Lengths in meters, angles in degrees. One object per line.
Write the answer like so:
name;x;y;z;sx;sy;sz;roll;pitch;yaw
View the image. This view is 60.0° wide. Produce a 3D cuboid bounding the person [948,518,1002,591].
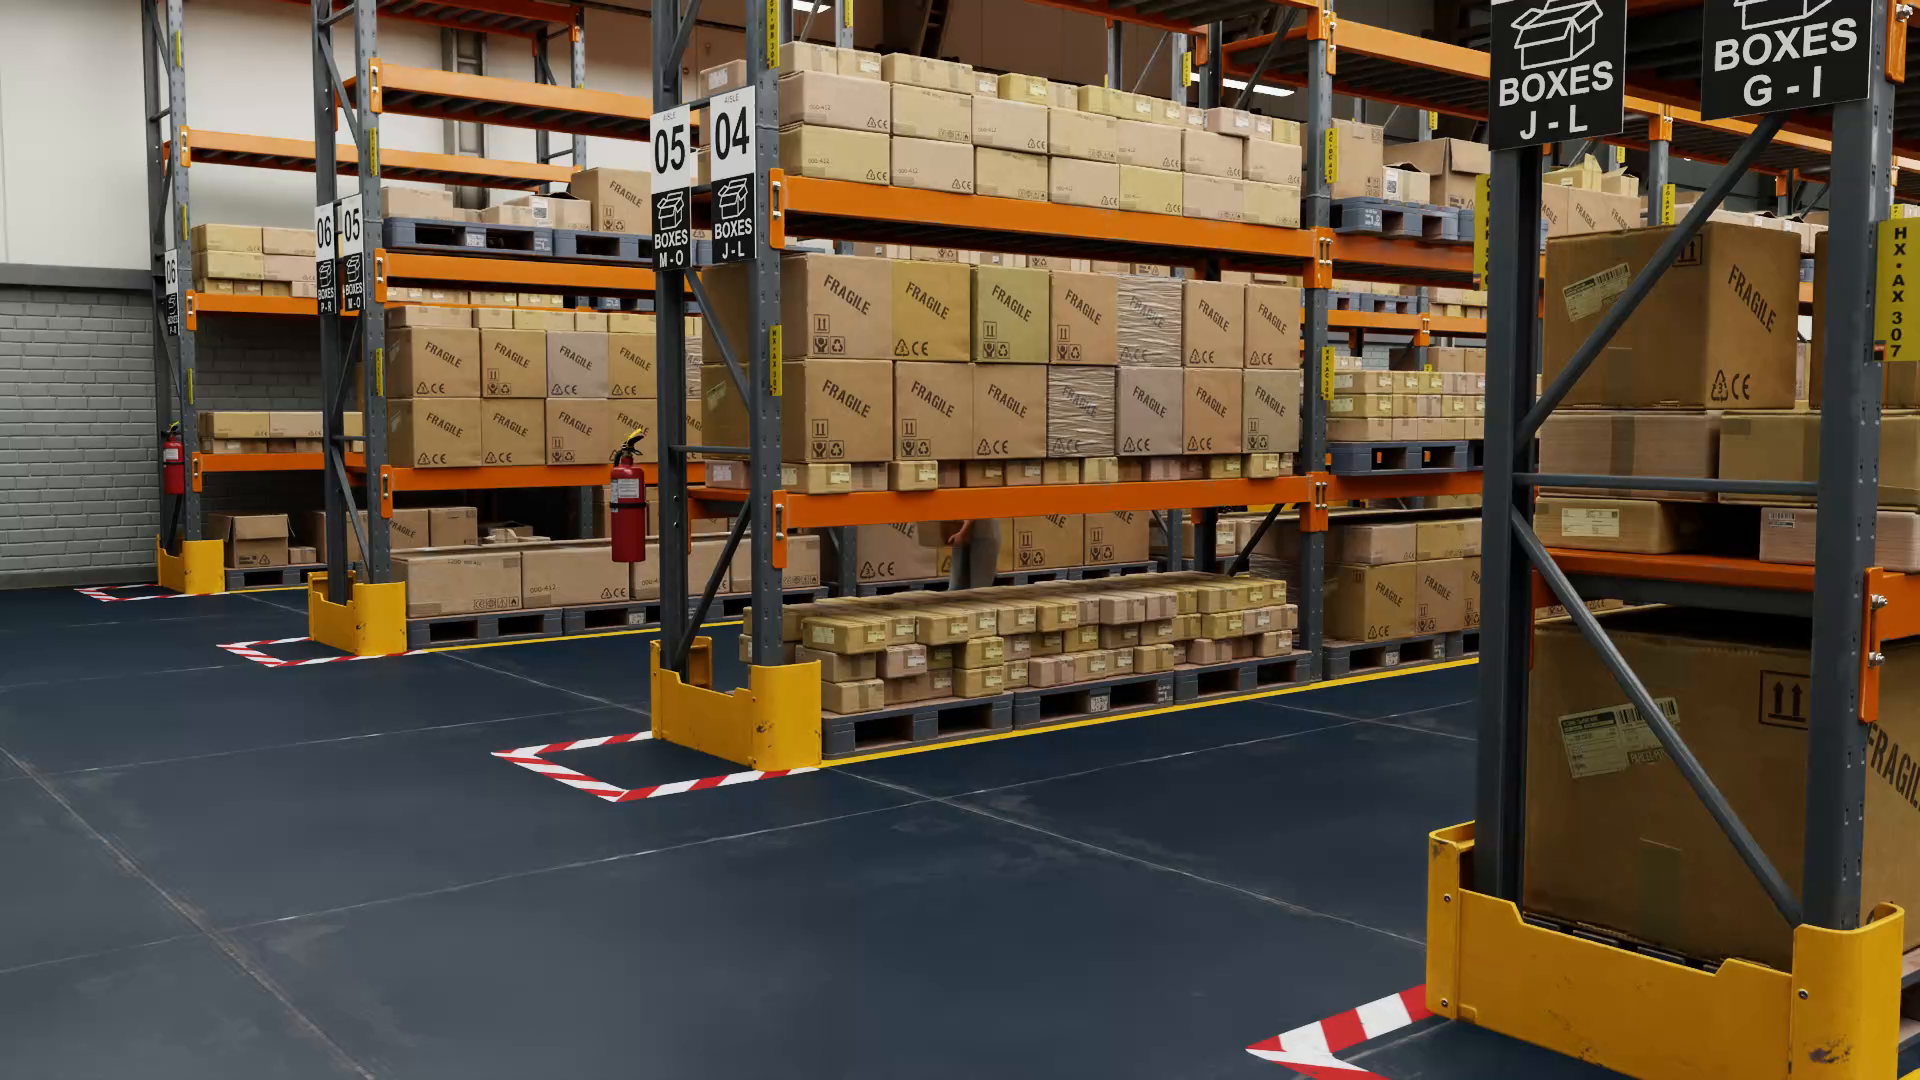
person;0.035;0.013;11.150;0.505;1.666;0.411;-4;6;-40
